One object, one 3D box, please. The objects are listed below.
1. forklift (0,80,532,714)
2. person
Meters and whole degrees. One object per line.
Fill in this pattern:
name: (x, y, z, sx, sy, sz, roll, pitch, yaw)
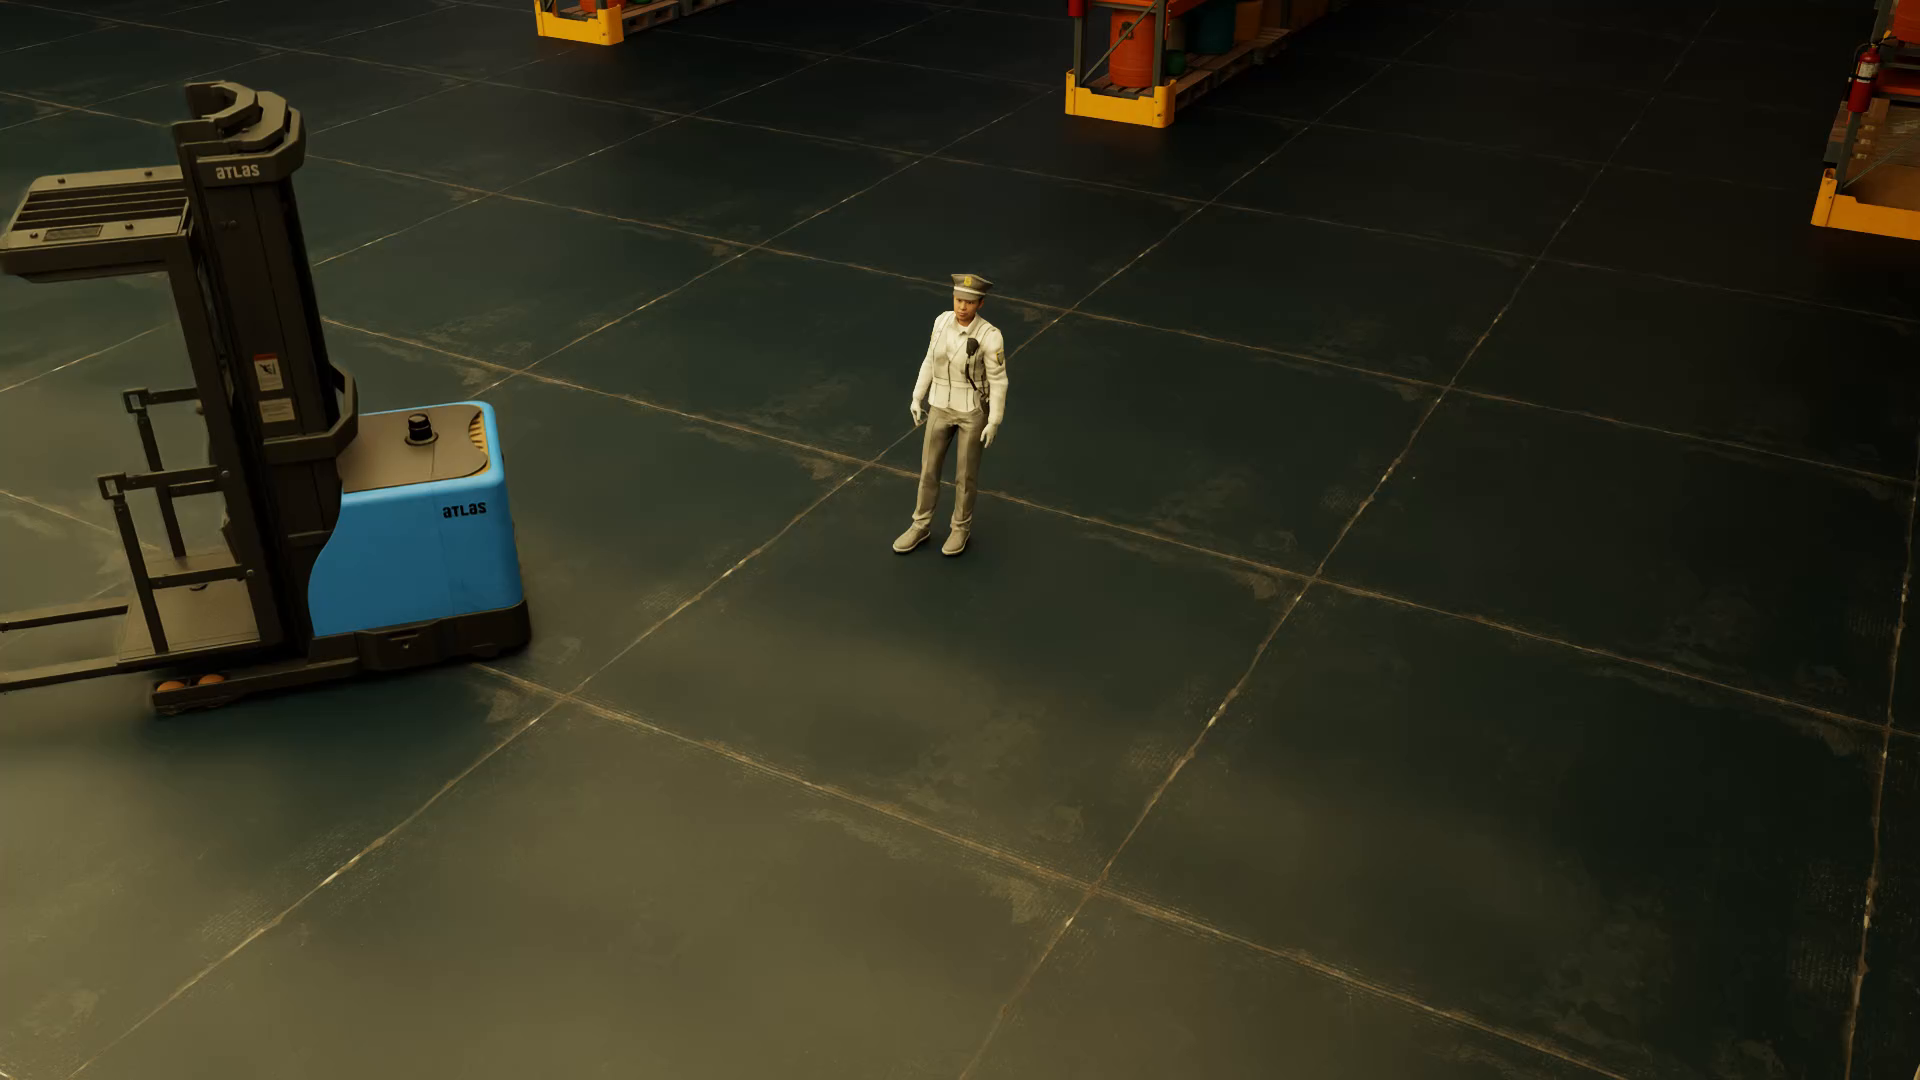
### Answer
forklift: (-3.886, -0.678, 8.245, 3.031, 2.935, 1.130, -9, 31, -15)
person: (-0.039, -0.712, 9.527, 0.588, 1.695, 0.531, 15, 33, 25)
